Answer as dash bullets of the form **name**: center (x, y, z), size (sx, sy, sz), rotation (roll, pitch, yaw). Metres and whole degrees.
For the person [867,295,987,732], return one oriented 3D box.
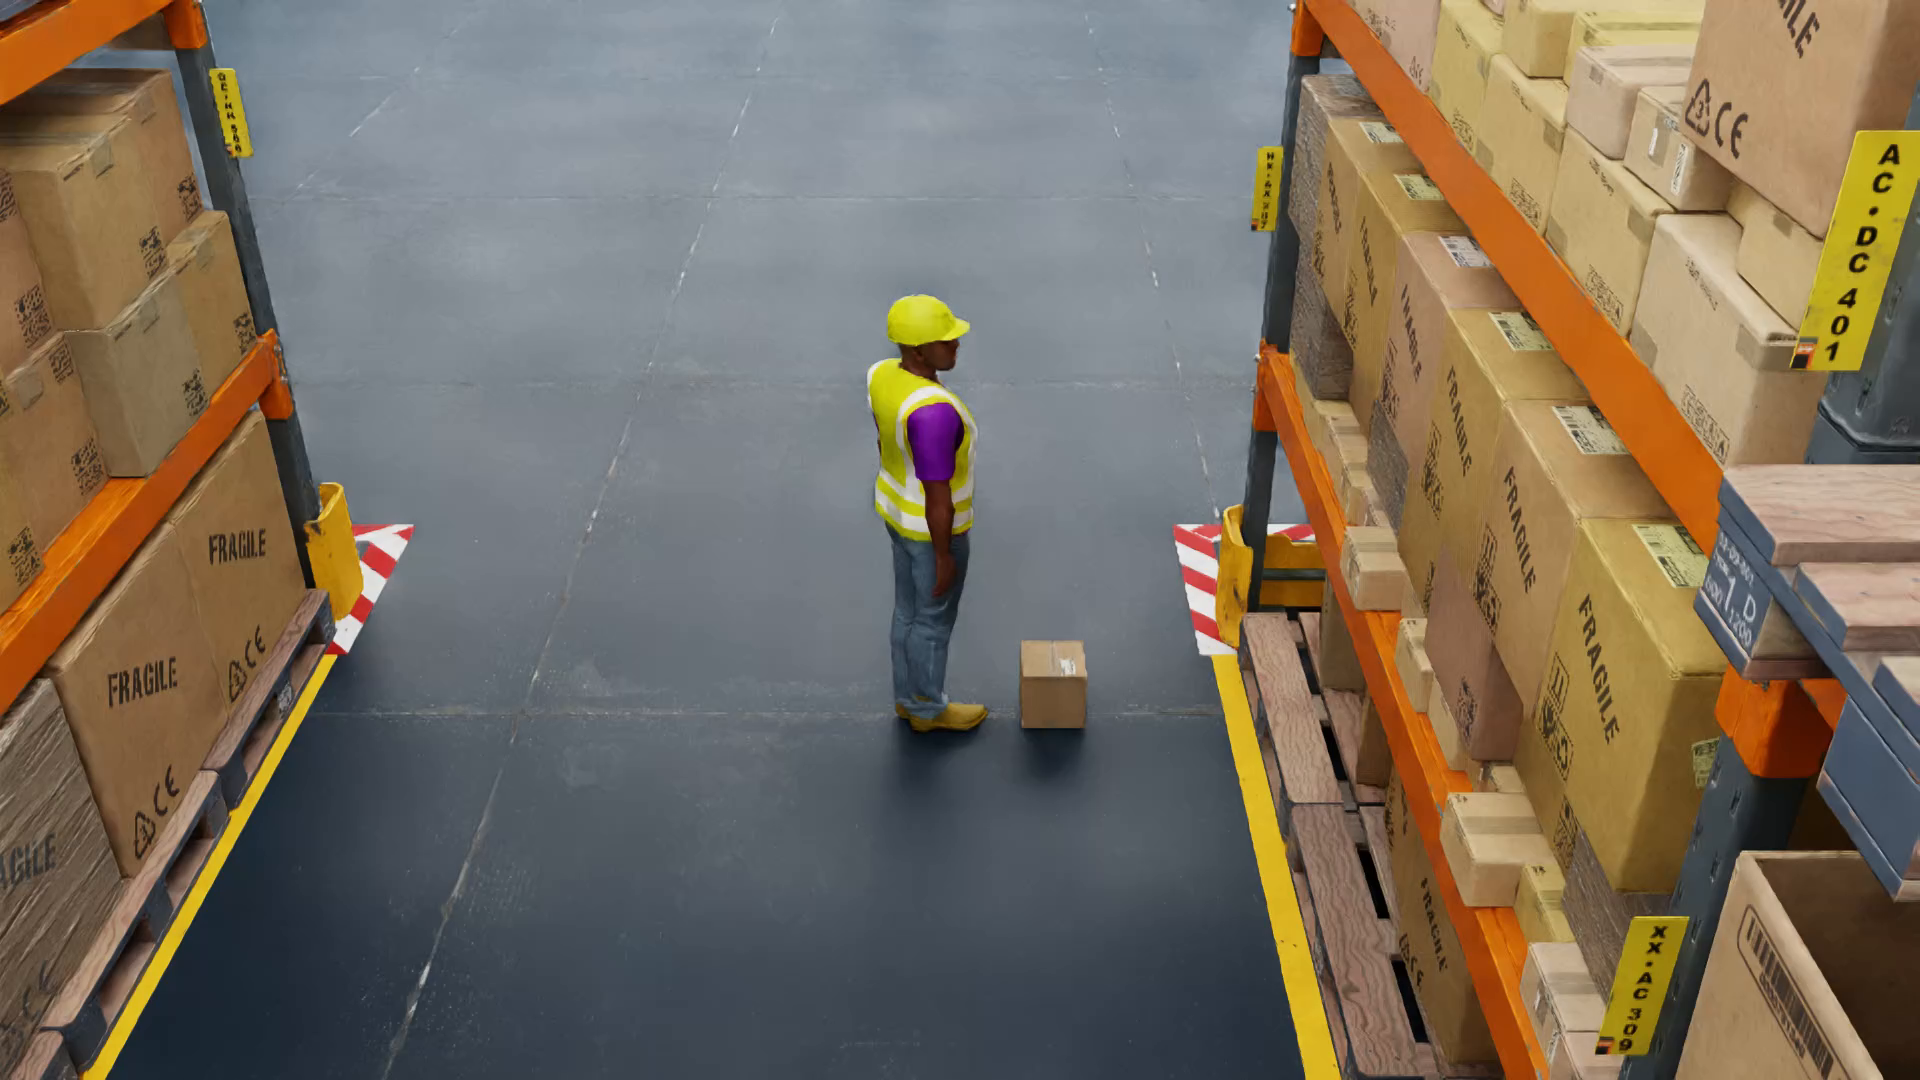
- **person**: center (-0.143, -0.109, 6.254), size (0.341, 1.770, 0.714), rotation (-15, 35, -24)
